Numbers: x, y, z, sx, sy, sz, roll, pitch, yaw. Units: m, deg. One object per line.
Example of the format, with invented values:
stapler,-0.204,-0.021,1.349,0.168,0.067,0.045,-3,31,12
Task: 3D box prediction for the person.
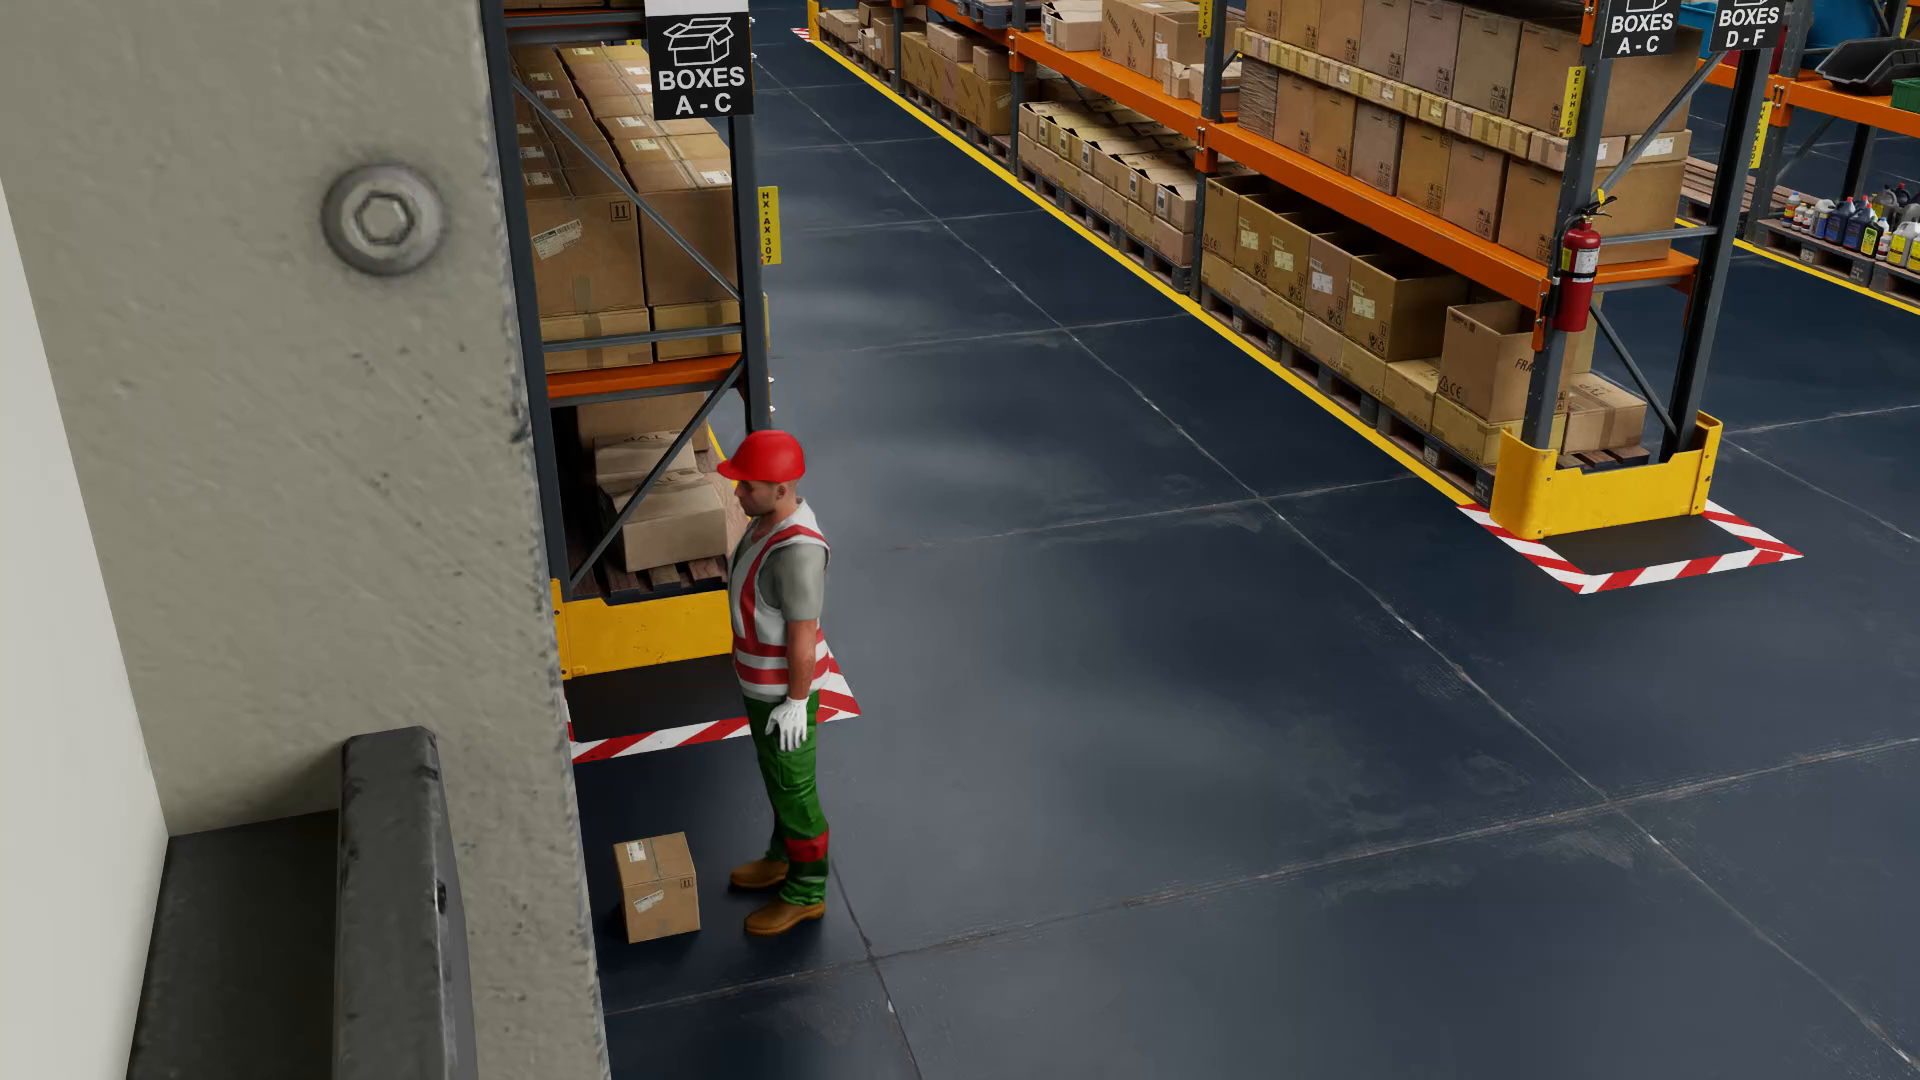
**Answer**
person,-0.629,0.471,5.621,0.375,1.799,0.533,-7,27,-14
